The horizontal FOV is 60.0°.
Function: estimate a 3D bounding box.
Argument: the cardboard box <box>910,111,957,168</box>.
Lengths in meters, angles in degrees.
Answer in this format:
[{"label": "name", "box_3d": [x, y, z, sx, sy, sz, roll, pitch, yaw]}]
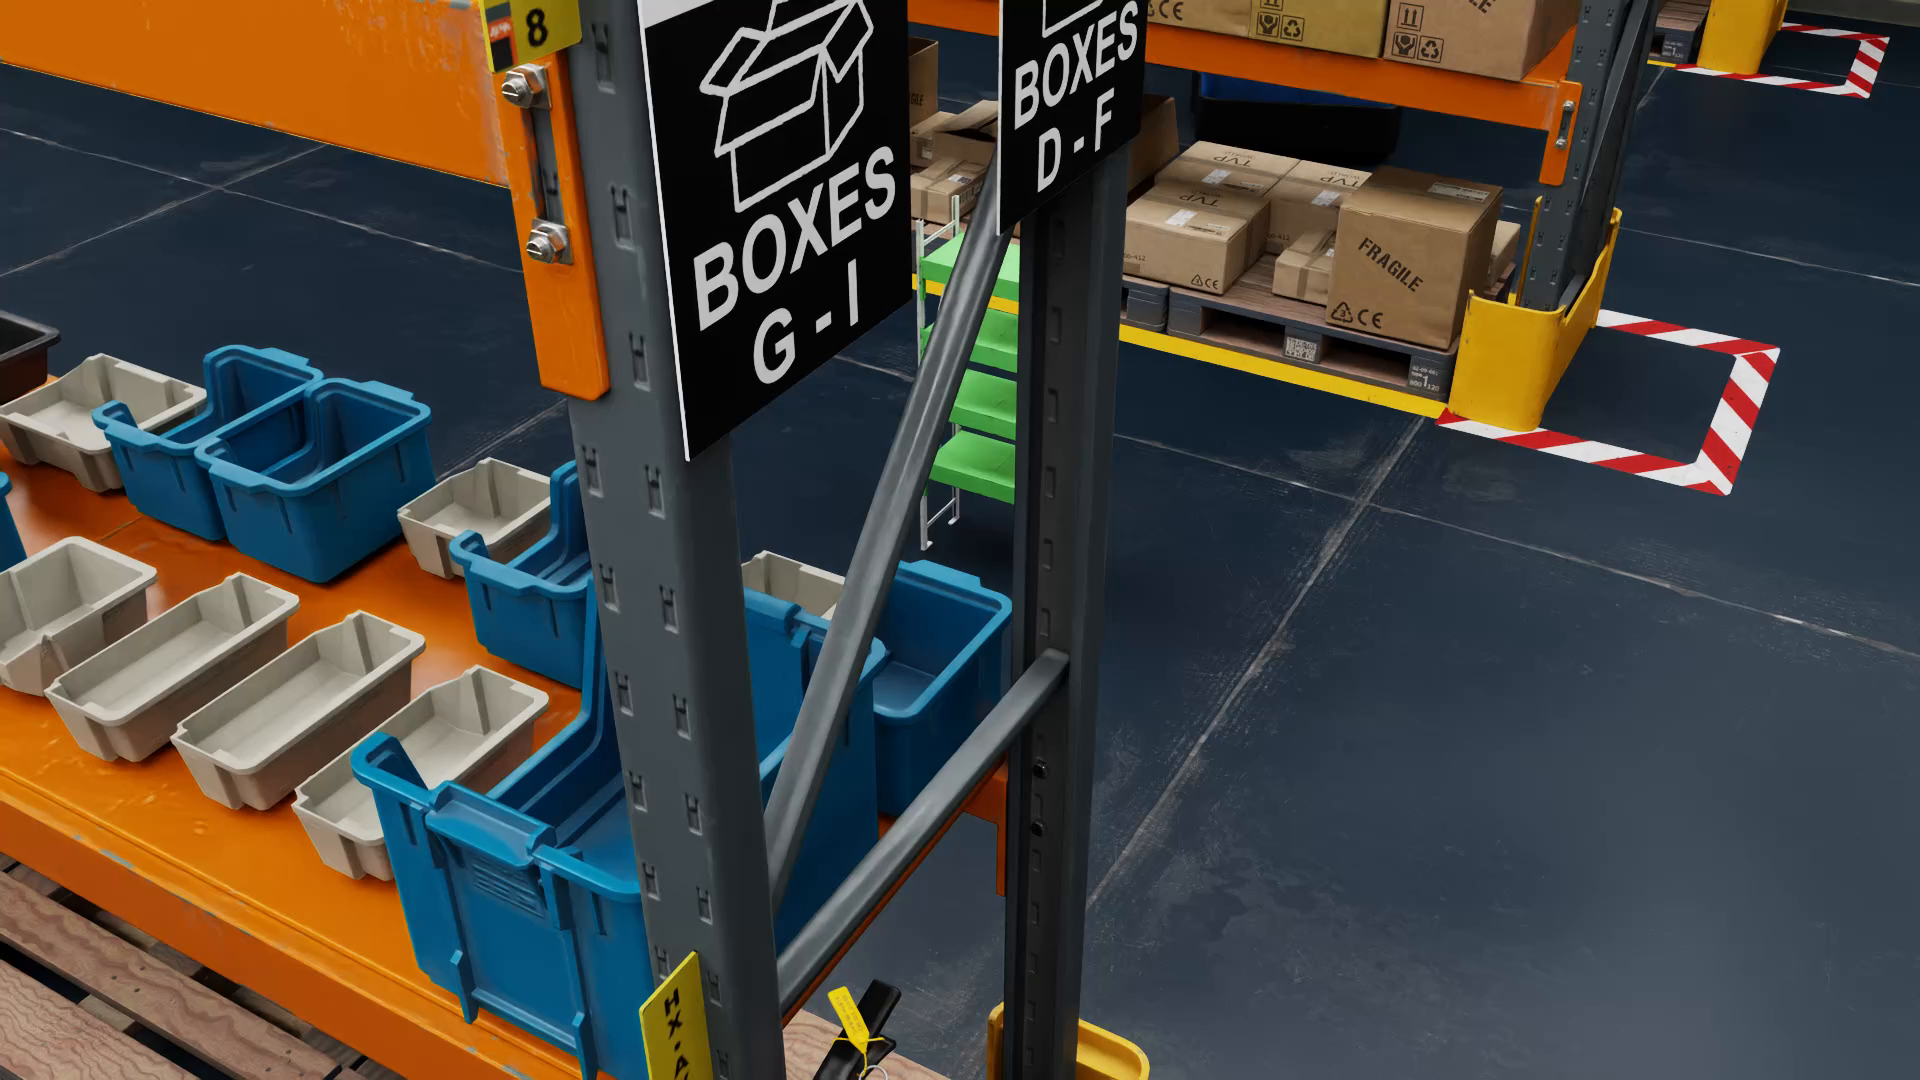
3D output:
[{"label": "cardboard box", "box_3d": [-0.089, -1.958, 8.159, 0.250, 0.149, 0.380, 18, 37, 24]}]

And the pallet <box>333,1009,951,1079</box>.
[{"label": "pallet", "box_3d": [-0.765, 1.342, 3.544, 1.213, 0.211, 1.003, 18, 37, 24]}]

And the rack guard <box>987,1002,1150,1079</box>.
[{"label": "rack guard", "box_3d": [-0.040, 1.468, 3.095, 0.348, 0.500, 1.175, 18, 37, 24]}]

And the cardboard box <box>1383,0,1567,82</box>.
[{"label": "cardboard box", "box_3d": [1.869, -1.990, 5.941, 0.500, 0.500, 0.500, 19, 38, 26]}]

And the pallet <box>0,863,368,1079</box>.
[{"label": "pallet", "box_3d": [-1.820, 1.006, 4.049, 1.213, 0.211, 1.003, 18, 37, 24]}]

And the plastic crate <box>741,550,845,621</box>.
[{"label": "plastic crate", "box_3d": [-0.356, 0.157, 2.991, 0.298, 0.136, 0.250, 18, 37, 24]}]

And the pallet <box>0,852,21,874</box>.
[{"label": "pallet", "box_3d": [-2.883, 0.671, 4.552, 1.213, 0.211, 1.003, 18, 37, 24]}]

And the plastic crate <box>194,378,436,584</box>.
[{"label": "plastic crate", "box_3d": [-1.262, -0.117, 3.316, 0.300, 0.233, 0.416, 18, 37, 24]}]

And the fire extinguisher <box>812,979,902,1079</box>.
[{"label": "fire extinguisher", "box_3d": [-0.162, 0.874, 2.137, 0.183, 0.674, 0.296, 18, 37, 24]}]

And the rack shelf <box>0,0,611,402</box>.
[{"label": "rack shelf", "box_3d": [-1.804, -1.072, 2.597, 4.000, 0.370, 1.077, 18, 37, 24]}]

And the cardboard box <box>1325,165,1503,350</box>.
[{"label": "cardboard box", "box_3d": [1.799, -1.130, 6.598, 0.500, 0.500, 0.500, 18, 37, 24]}]

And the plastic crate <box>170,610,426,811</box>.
[{"label": "plastic crate", "box_3d": [-1.110, 0.288, 2.795, 0.243, 0.136, 0.396, 18, 37, 24]}]

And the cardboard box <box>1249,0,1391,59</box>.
[{"label": "cardboard box", "box_3d": [1.417, -2.131, 6.153, 0.500, 0.500, 0.500, 18, 38, 25]}]

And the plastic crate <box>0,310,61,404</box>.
[{"label": "plastic crate", "box_3d": [-2.436, -0.405, 3.846, 0.590, 0.125, 0.437, 18, 37, 24]}]

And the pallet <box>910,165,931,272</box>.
[{"label": "pallet", "box_3d": [-0.484, -1.706, 8.121, 1.213, 0.211, 1.003, 18, 37, 24]}]

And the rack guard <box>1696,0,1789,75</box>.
[{"label": "rack guard", "box_3d": [4.869, -3.294, 10.245, 0.348, 0.500, 1.175, 18, 37, 24]}]

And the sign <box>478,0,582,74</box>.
[{"label": "sign", "box_3d": [-0.327, -0.509, 1.196, 0.005, 0.325, 0.100, 18, 37, 24]}]

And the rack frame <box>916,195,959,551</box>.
[{"label": "rack frame", "box_3d": [-0.068, -0.521, 5.450, 0.015, 1.200, 0.240, 18, 37, 24]}]

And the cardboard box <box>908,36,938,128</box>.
[{"label": "cardboard box", "box_3d": [-0.444, -2.178, 8.173, 0.500, 0.500, 0.500, 18, 37, 24]}]

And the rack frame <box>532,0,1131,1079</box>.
[{"label": "rack frame", "box_3d": [-0.069, 0.428, 2.400, 0.053, 2.616, 0.949, 18, 37, 24]}]

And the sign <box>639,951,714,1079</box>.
[{"label": "sign", "box_3d": [-0.327, 0.628, 1.953, 0.005, 0.325, 0.100, 18, 37, 24]}]

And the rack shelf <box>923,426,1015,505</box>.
[{"label": "rack shelf", "box_3d": [0.144, -0.201, 5.518, 0.480, 0.148, 0.258, 18, 37, 24]}]

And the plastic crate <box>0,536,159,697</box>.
[{"label": "plastic crate", "box_3d": [-1.630, 0.150, 3.002, 0.250, 0.136, 0.298, 18, 37, 24]}]

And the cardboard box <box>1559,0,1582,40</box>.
[{"label": "cardboard box", "box_3d": [2.139, -2.246, 6.327, 0.500, 0.500, 0.500, 18, 38, 25]}]

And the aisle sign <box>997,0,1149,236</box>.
[{"label": "aisle sign", "box_3d": [0.142, -0.778, 1.867, 0.004, 0.787, 0.394, 18, 37, 24]}]

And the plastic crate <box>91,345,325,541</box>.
[{"label": "plastic crate", "box_3d": [-1.523, -0.199, 3.440, 0.300, 0.233, 0.416, 18, 37, 24]}]

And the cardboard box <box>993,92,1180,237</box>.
[{"label": "cardboard box", "box_3d": [0.554, -1.686, 7.431, 0.637, 0.503, 0.797, 18, 37, 24]}]

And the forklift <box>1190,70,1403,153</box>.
[{"label": "forklift", "box_3d": [1.973, -4.035, 9.164, 1.130, 2.935, 3.031, 5, 34, 7]}]

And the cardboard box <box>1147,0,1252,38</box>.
[{"label": "cardboard box", "box_3d": [0.987, -2.270, 6.363, 0.500, 0.500, 0.500, 18, 38, 25]}]

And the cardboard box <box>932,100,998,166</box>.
[{"label": "cardboard box", "box_3d": [0.207, -1.893, 7.916, 0.500, 0.311, 0.500, 18, 37, 24]}]

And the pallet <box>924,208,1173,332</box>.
[{"label": "pallet", "box_3d": [0.579, -1.371, 7.618, 1.213, 0.211, 1.003, 18, 37, 24]}]

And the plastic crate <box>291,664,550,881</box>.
[{"label": "plastic crate", "box_3d": [-0.866, 0.374, 2.665, 0.243, 0.136, 0.396, 18, 37, 24]}]

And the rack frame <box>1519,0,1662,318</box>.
[{"label": "rack frame", "box_3d": [2.393, -1.956, 5.981, 0.127, 3.000, 1.000, 18, 37, 24]}]

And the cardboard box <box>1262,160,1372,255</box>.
[{"label": "cardboard box", "box_3d": [1.628, -1.418, 7.257, 0.500, 0.250, 0.500, 18, 37, 24]}]

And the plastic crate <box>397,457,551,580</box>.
[{"label": "plastic crate", "box_3d": [-0.945, -0.029, 3.272, 0.298, 0.136, 0.250, 18, 37, 24]}]

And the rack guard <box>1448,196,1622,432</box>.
[{"label": "rack guard", "box_3d": [2.327, -0.936, 6.705, 0.348, 0.500, 1.175, 18, 37, 24]}]

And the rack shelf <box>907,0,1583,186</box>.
[{"label": "rack shelf", "box_3d": [0.657, -2.206, 7.006, 4.000, 0.370, 1.077, 18, 37, 24]}]

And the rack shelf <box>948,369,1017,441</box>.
[{"label": "rack shelf", "box_3d": [0.144, -0.401, 5.384, 0.480, 0.148, 0.258, 18, 37, 24]}]

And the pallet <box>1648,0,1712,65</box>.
[{"label": "pallet", "box_3d": [4.115, -3.362, 10.609, 1.213, 0.211, 1.003, 18, 37, 24]}]

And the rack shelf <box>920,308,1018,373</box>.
[{"label": "rack shelf", "box_3d": [0.144, -0.600, 5.251, 0.480, 0.148, 0.258, 18, 37, 24]}]

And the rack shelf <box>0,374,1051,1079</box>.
[{"label": "rack shelf", "box_3d": [-1.804, 0.176, 3.428, 4.000, 0.370, 1.077, 18, 37, 24]}]

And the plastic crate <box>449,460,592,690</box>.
[{"label": "plastic crate", "box_3d": [-0.690, 0.064, 3.044, 0.300, 0.233, 0.416, 18, 37, 24]}]

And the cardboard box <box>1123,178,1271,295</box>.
[{"label": "cardboard box", "box_3d": [0.989, -1.301, 7.082, 0.500, 0.250, 0.500, 18, 37, 24]}]

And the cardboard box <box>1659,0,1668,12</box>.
[{"label": "cardboard box", "box_3d": [4.191, -3.619, 10.355, 0.500, 0.500, 0.700, 18, 37, 24]}]

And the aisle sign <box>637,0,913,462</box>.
[{"label": "aisle sign", "box_3d": [-0.151, -0.494, 1.441, 0.004, 0.787, 0.394, 18, 37, 24]}]

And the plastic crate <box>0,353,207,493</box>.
[{"label": "plastic crate", "box_3d": [-1.880, -0.254, 3.609, 0.466, 0.136, 0.293, 18, 37, 24]}]

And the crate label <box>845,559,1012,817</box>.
[{"label": "crate label", "box_3d": [-0.119, 0.245, 2.772, 0.303, 0.233, 0.416, 18, 37, 24]}]

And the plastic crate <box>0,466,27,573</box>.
[{"label": "plastic crate", "box_3d": [-1.978, 0.030, 3.095, 0.300, 0.233, 0.416, 18, 37, 24]}]

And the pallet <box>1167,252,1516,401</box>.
[{"label": "pallet", "box_3d": [1.635, -1.035, 7.114, 1.213, 0.211, 1.003, 18, 37, 24]}]

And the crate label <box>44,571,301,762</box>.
[{"label": "crate label", "box_3d": [-1.364, 0.223, 2.893, 0.243, 0.136, 0.396, 18, 37, 24]}]

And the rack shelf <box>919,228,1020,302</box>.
[{"label": "rack shelf", "box_3d": [0.144, -0.800, 5.118, 0.480, 0.148, 0.258, 18, 37, 24]}]

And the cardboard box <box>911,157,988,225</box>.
[{"label": "cardboard box", "box_3d": [-0.067, -1.607, 7.616, 0.250, 0.166, 0.380, 18, 37, 24]}]

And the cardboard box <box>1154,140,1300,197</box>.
[{"label": "cardboard box", "box_3d": [1.194, -1.556, 7.464, 0.500, 0.250, 0.500, 18, 37, 24]}]

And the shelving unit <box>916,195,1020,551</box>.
[{"label": "shelving unit", "box_3d": [0.144, -0.454, 5.349, 0.503, 1.200, 0.258, 18, 37, 24]}]

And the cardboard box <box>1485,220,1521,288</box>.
[{"label": "cardboard box", "box_3d": [2.200, -1.233, 7.070, 0.250, 0.149, 0.380, 18, 37, 24]}]

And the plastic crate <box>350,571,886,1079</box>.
[{"label": "plastic crate", "box_3d": [-0.451, 0.385, 2.380, 0.499, 0.435, 0.616, 18, 37, 24]}]

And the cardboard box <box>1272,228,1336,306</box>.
[{"label": "cardboard box", "box_3d": [1.492, -1.145, 6.923, 0.250, 0.166, 0.380, 18, 37, 24]}]
